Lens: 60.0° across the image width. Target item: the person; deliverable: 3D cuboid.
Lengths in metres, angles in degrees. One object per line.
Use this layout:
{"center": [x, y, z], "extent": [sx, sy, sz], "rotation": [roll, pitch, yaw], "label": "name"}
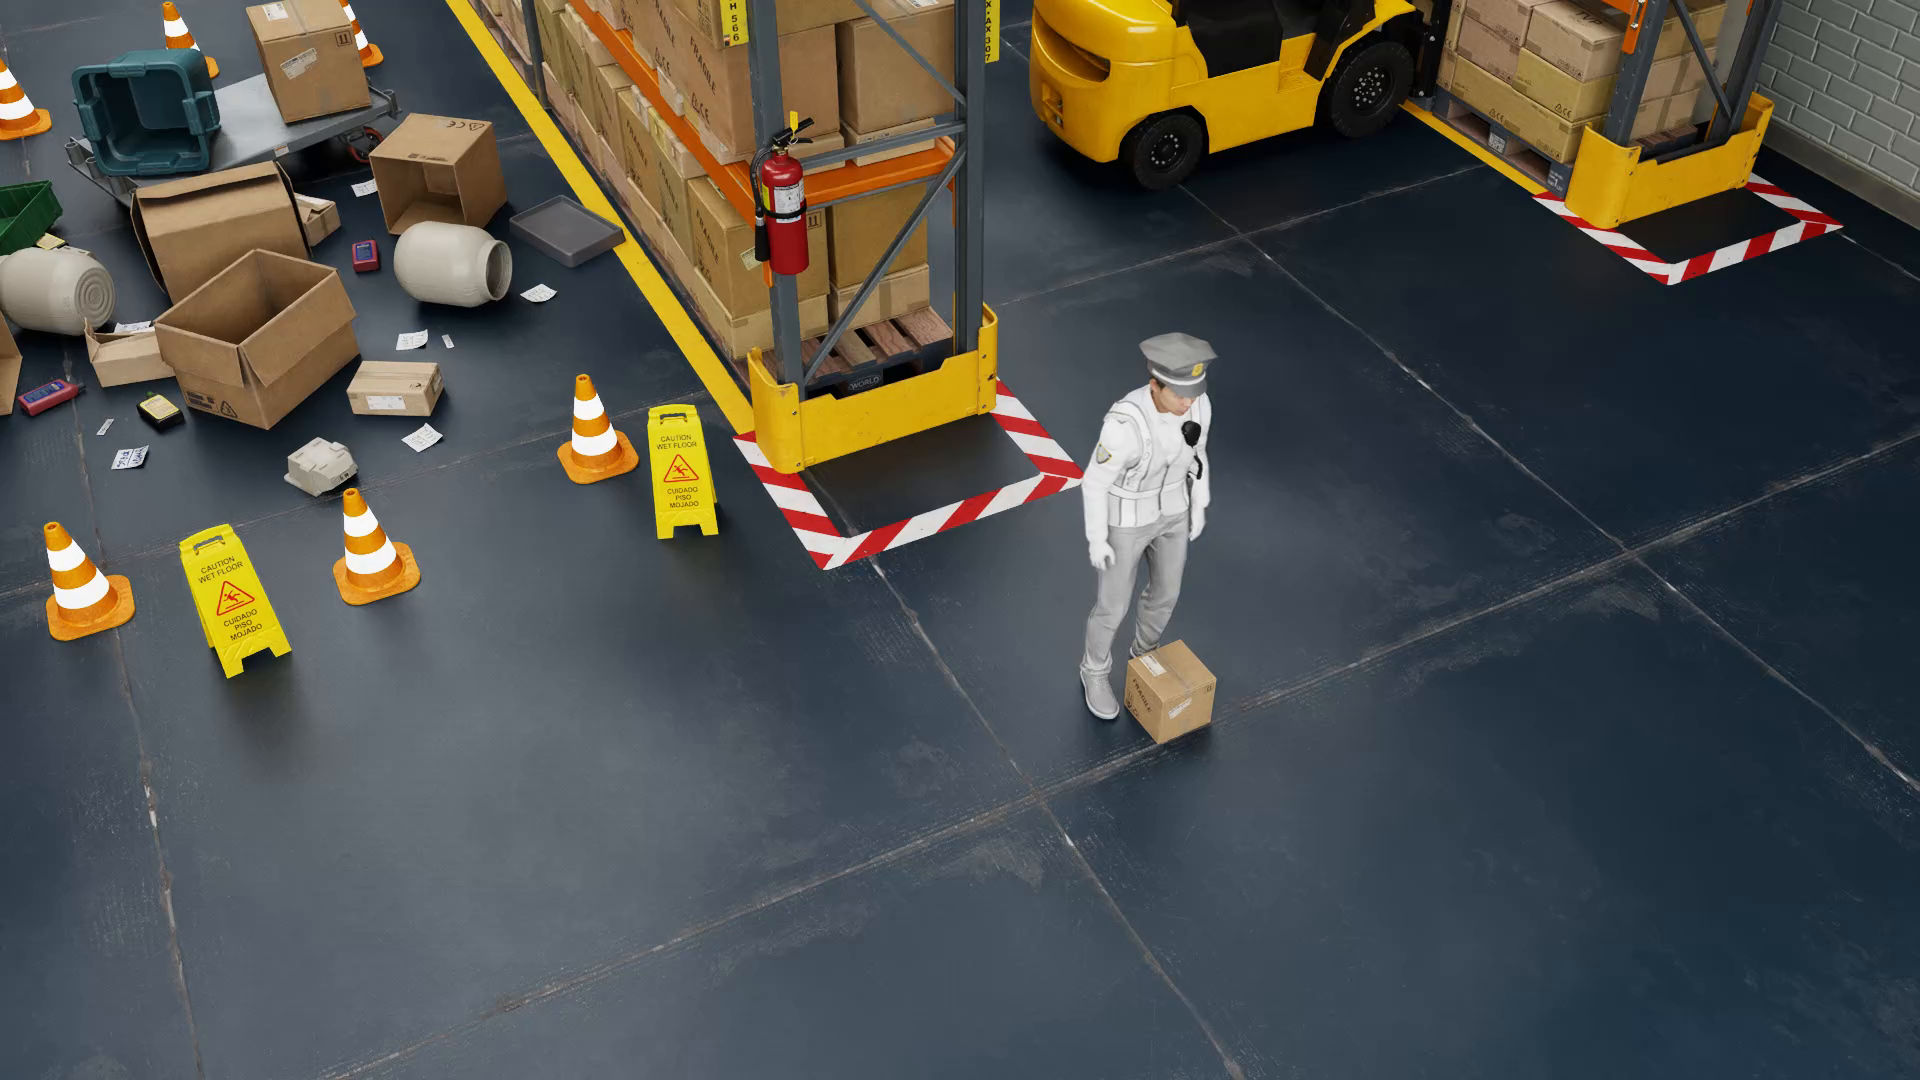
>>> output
{"center": [0.700, -0.069, 6.235], "extent": [0.527, 1.663, 0.376], "rotation": [-19, 45, -20], "label": "person"}
